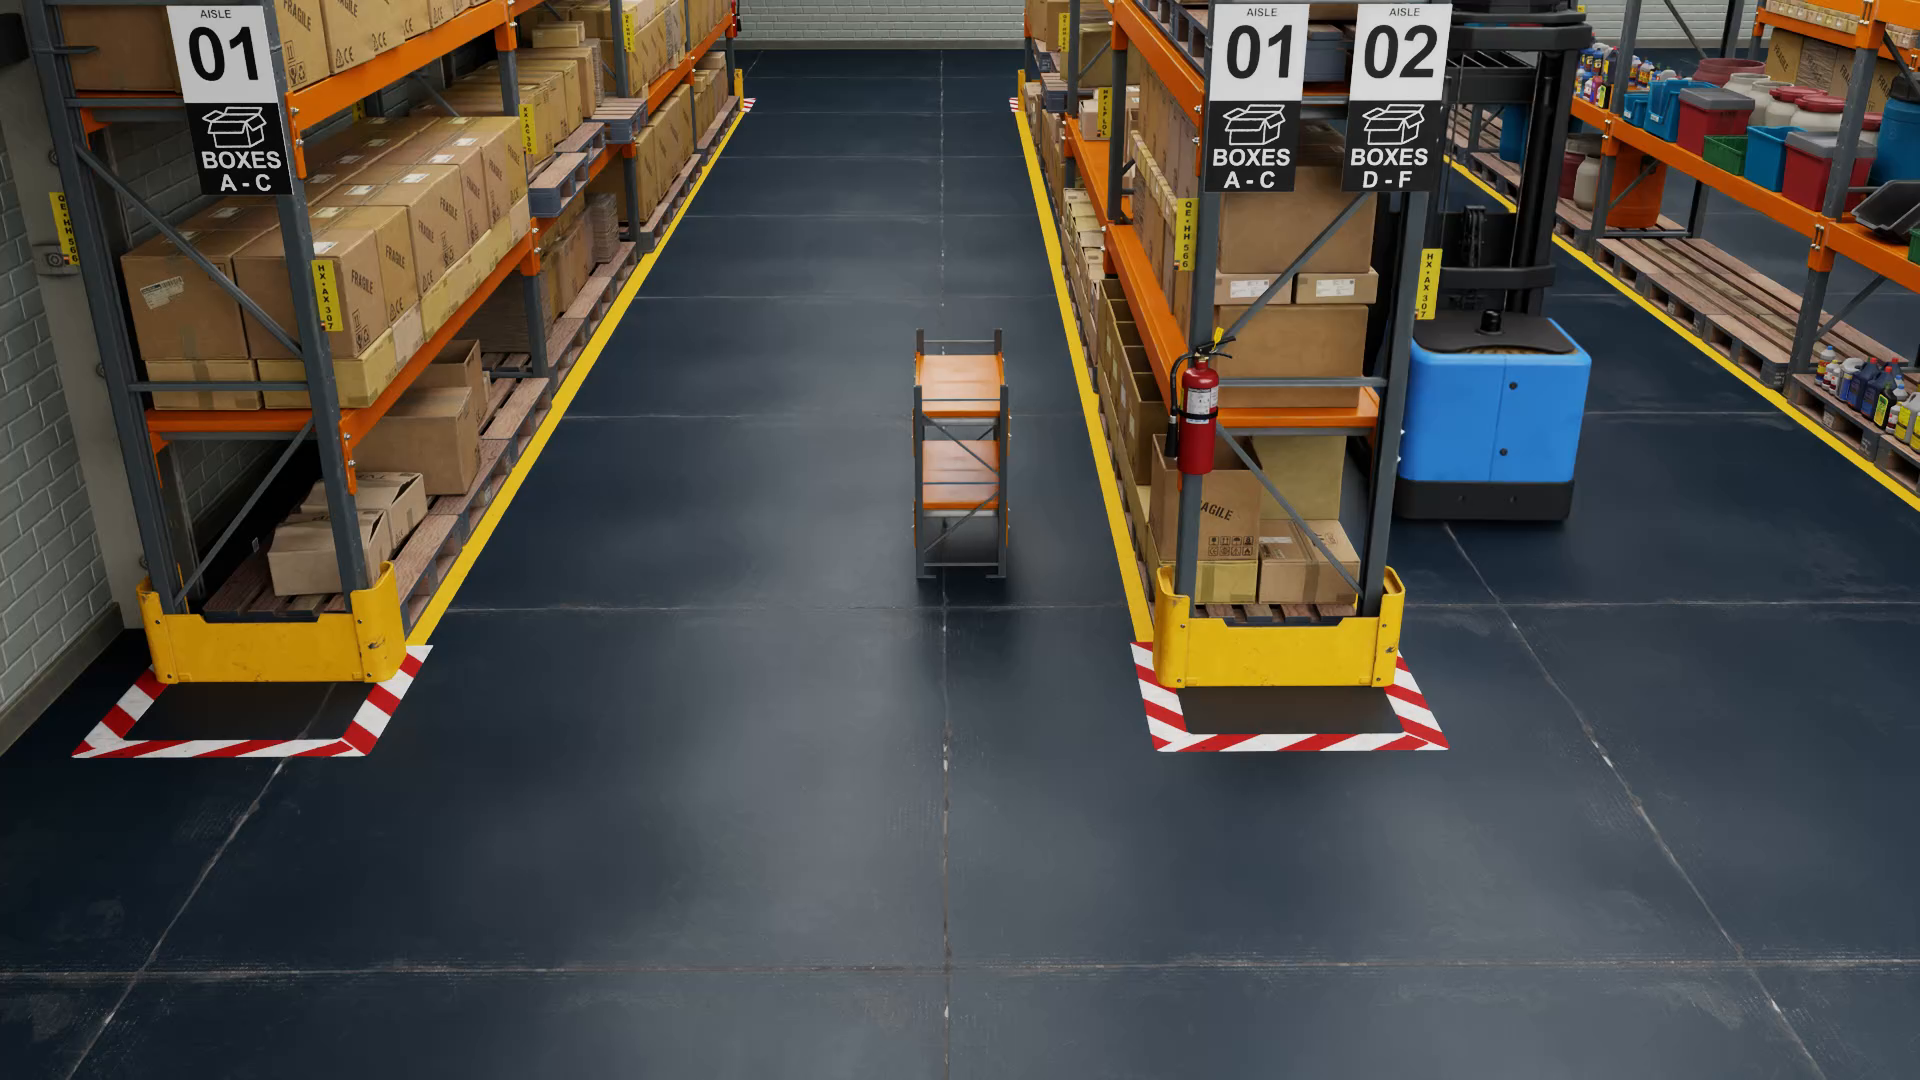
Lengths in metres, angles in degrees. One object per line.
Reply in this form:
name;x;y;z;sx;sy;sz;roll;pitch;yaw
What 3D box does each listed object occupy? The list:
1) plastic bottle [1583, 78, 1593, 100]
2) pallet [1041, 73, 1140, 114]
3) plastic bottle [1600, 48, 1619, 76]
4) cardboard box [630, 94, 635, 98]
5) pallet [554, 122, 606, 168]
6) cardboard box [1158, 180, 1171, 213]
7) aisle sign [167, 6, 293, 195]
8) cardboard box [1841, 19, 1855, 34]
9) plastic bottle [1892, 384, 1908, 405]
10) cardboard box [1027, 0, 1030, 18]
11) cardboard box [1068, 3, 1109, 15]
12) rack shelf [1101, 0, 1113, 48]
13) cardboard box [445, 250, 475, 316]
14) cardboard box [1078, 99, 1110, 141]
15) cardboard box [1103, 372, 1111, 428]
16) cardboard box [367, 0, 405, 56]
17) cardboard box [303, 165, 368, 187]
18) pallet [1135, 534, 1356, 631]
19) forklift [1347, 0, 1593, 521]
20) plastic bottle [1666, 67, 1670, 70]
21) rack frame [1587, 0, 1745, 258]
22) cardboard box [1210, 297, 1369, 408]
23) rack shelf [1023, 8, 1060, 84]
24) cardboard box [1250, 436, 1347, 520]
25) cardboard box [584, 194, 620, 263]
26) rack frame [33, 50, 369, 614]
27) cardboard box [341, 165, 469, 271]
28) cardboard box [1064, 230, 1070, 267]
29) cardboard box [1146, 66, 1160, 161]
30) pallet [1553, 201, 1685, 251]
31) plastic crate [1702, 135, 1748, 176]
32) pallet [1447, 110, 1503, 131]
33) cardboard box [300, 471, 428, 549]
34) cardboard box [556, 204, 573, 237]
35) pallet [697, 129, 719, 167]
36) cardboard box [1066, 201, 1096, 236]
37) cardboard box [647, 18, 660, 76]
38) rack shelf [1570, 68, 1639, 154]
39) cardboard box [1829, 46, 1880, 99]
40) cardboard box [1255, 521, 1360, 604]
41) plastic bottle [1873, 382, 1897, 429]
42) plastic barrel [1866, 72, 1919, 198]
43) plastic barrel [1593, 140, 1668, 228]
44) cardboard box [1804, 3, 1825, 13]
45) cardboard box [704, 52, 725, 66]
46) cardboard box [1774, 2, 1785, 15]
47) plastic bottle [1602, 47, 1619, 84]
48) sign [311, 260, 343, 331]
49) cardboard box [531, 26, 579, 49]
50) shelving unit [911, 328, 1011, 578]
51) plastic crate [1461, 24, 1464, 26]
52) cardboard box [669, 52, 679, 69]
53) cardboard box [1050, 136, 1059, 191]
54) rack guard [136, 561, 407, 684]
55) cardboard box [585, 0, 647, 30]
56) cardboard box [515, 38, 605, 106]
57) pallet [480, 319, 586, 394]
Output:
plastic bottle;6.006;-4.300;15.859;0.097;0.201;0.097;0;24;0
pallet;1.393;-4.214;15.660;1.213;0.211;1.003;0;24;-1
plastic bottle;6.721;-4.964;17.237;0.152;0.276;0.135;0;24;-1
cardboard box;-3.249;-4.134;15.530;0.380;0.149;0.250;0;24;0
pallet;-3.421;-3.095;13.187;1.003;0.211;1.213;0;24;-1
cardboard box;1.344;-1.965;9.547;0.380;0.149;0.250;0;24;-1
aisle sign;-3.095;-1.858;7.064;0.394;0.787;0.004;0;24;-1
cardboard box;10.987;-6.253;20.240;0.380;0.149;0.250;-1;24;-1
plastic bottle;6.102;-0.879;10.831;0.097;0.271;0.097;0;24;0
cardboard box;1.135;-6.968;21.394;0.500;0.500;0.500;0;24;-1
cardboard box;1.508;-5.180;16.931;0.700;0.500;0.500;-6;25;-14
rack shelf;1.492;-4.237;12.711;1.077;0.370;4.000;0;24;-1
cardboard box;-3.107;-1.477;9.534;0.500;0.250;0.500;0;24;0
cardboard box;1.286;-3.612;14.205;0.500;0.311;0.500;-1;24;-1
cardboard box;1.216;-0.914;10.958;0.500;0.250;0.500;0;24;-1
cardboard box;-3.129;-2.698;8.289;0.500;0.500;0.500;1;24;2
cardboard box;-3.625;-1.806;9.350;0.500;0.500;0.500;0;24;0
pallet;1.507;0.230;8.985;1.003;0.211;1.213;0;24;-1
forklift;3.148;-2.013;10.644;1.130;2.935;3.031;1;24;2
plastic bottle;6.781;-4.416;16.015;0.061;0.283;0.133;0;24;-1
rack frame;6.423;-4.043;15.049;1.000;3.000;0.127;0;24;-1
cardboard box;1.565;-0.964;8.119;0.700;0.500;0.500;0;24;-1
rack shelf;1.405;-6.167;20.618;1.077;0.370;4.000;0;24;-1
cardboard box;1.767;-0.434;8.986;0.500;0.500;0.500;0;24;-1
cardboard box;-3.423;-2.763;14.720;0.700;0.500;0.500;0;24;0
rack frame;-3.396;-0.702;7.662;1.000;3.000;0.127;0;24;-1
cardboard box;-3.113;-1.812;9.363;0.500;0.500;0.500;0;24;1
cardboard box;1.189;-2.536;14.545;0.500;0.250;0.500;-1;24;-2
cardboard box;1.532;-2.620;10.206;0.700;0.500;0.500;0;24;-1
pallet;6.373;-3.097;16.342;1.003;0.211;1.213;0;24;-1
plastic crate;6.166;-3.014;13.032;0.450;0.188;0.662;0;24;-1
pallet;6.317;-5.227;21.052;1.003;0.211;1.213;0;24;-1
cardboard box;-3.320;-0.198;9.276;0.500;0.311;0.500;2;24;4
cardboard box;-3.469;-2.658;13.576;0.500;0.250;0.500;0;24;-1
pallet;-3.457;-4.690;19.863;1.003;0.211;1.213;0;24;-1
cardboard box;1.196;-2.783;14.409;0.500;0.311;0.500;-1;24;-2
cardboard box;-3.233;-4.810;16.239;0.500;0.500;0.500;0;24;-1
rack shelf;6.401;-4.539;17.019;1.077;0.370;4.000;0;24;-1
cardboard box;11.395;-5.580;20.516;0.875;0.875;0.875;0;24;-1
cardboard box;1.774;0.114;8.685;0.500;0.250;0.500;0;24;-1
plastic bottle;6.023;-0.877;10.811;0.061;0.283;0.133;1;24;2
plastic barrel;6.766;-2.784;11.656;0.600;0.901;0.708;0;24;-1
plastic barrel;6.401;-3.447;15.855;0.600;0.830;0.708;0;24;-1
cardboard box;11.038;-6.809;20.985;0.500;0.250;0.500;-1;24;-2
cardboard box;-3.279;-6.303;21.782;0.380;0.149;0.250;-1;24;-1
cardboard box;10.967;-6.994;21.878;0.380;0.149;0.250;-1;24;-1
plastic bottle;6.578;-4.781;16.742;0.144;0.351;0.185;0;24;-1
sign;-2.853;-1.099;7.489;0.100;0.325;0.005;0;24;-1
cardboard box;-3.431;-4.265;14.099;0.380;0.149;0.250;-4;25;-9
shelving unit;0.000;-0.515;9.524;0.538;1.125;1.048;0;24;-1
plastic crate;6.099;-6.053;19.755;0.437;0.125;0.590;0;24;-1
cardboard box;-3.194;-5.084;17.631;0.380;0.149;0.250;0;24;-1
cardboard box;1.208;-3.897;17.227;0.500;0.500;0.500;-1;24;-3
rack guard;-3.397;0.406;8.246;1.175;0.500;0.348;0;24;-1
cardboard box;-3.237;-4.940;15.616;0.500;0.250;0.500;-1;24;-1
cardboard box;-3.468;-4.051;14.411;0.700;0.500;0.500;-3;25;-7
pallet;-3.449;-1.400;12.590;1.003;0.211;1.213;0;24;-1
